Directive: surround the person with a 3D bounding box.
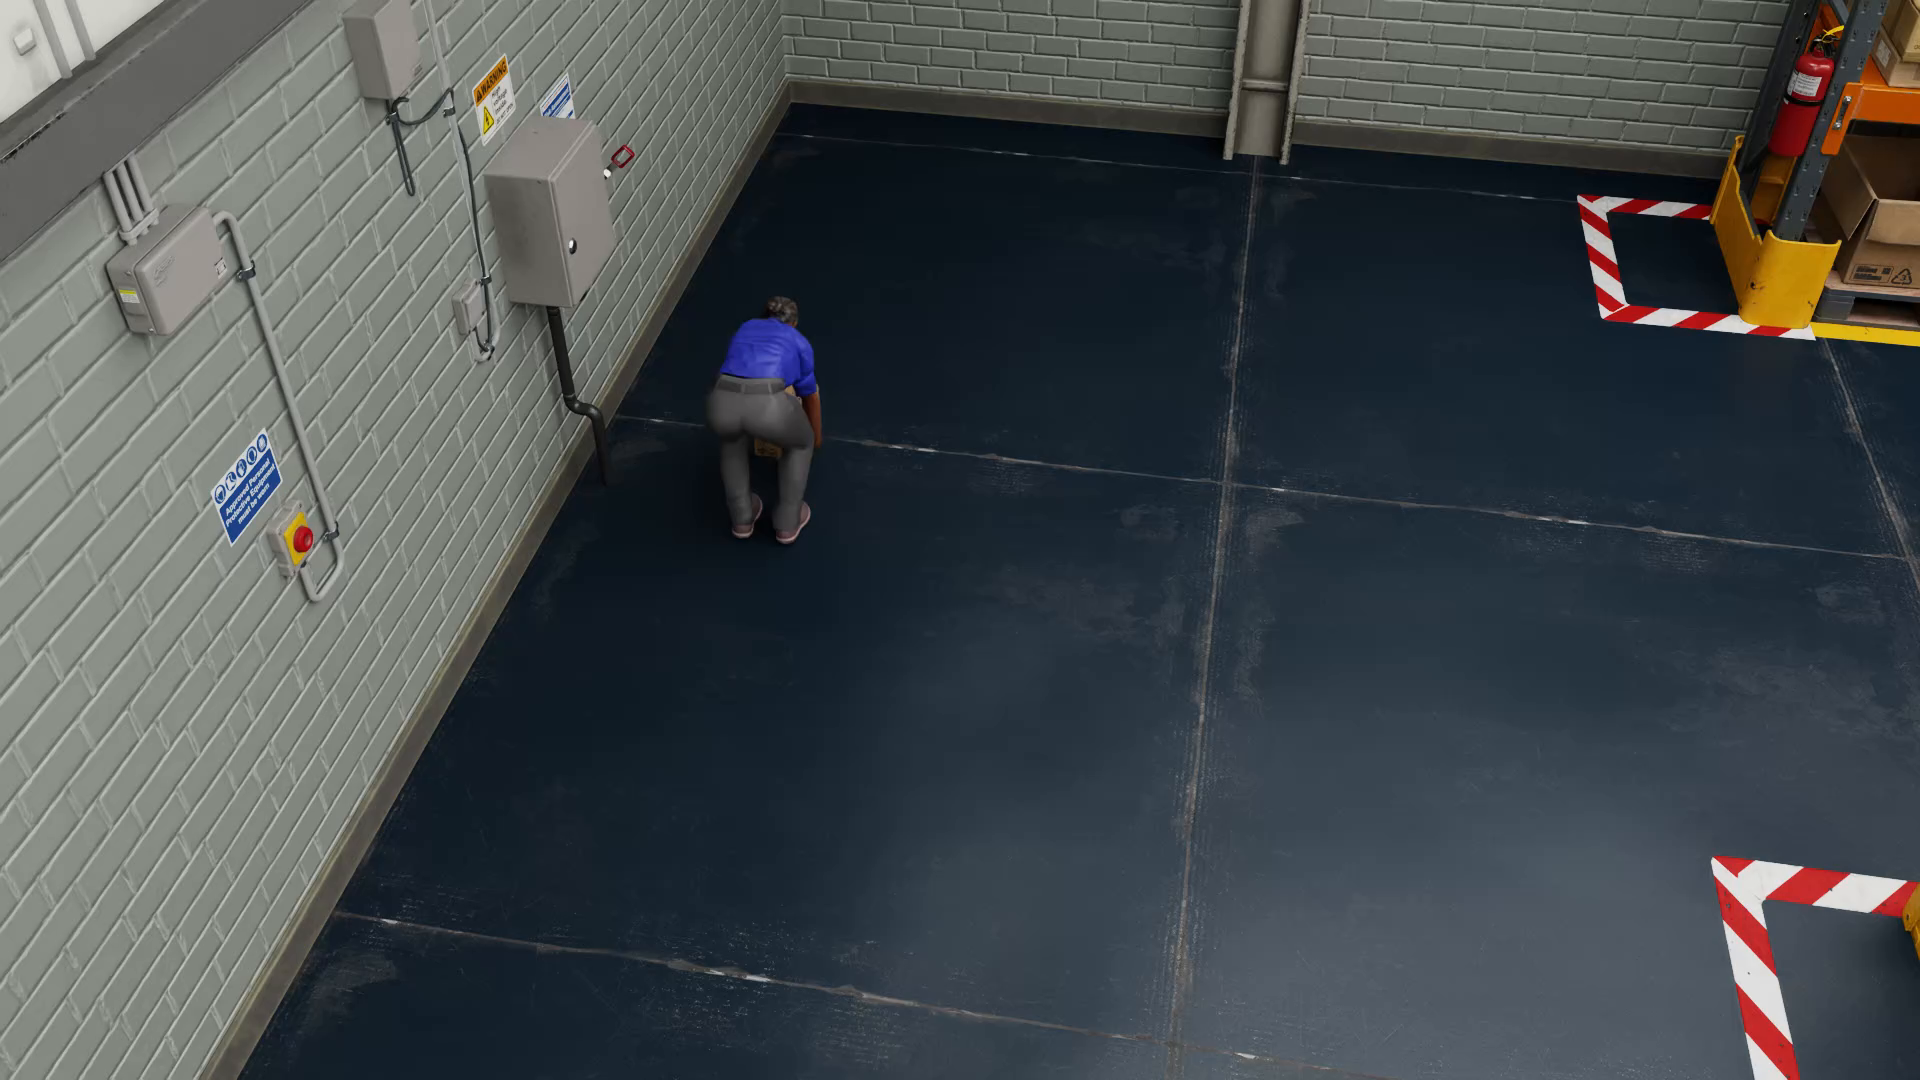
[{"bbox_3d":[-0.841,-0.522,7.308,0.427,0.955,0.876,5,41,6],"label":"person"}]
